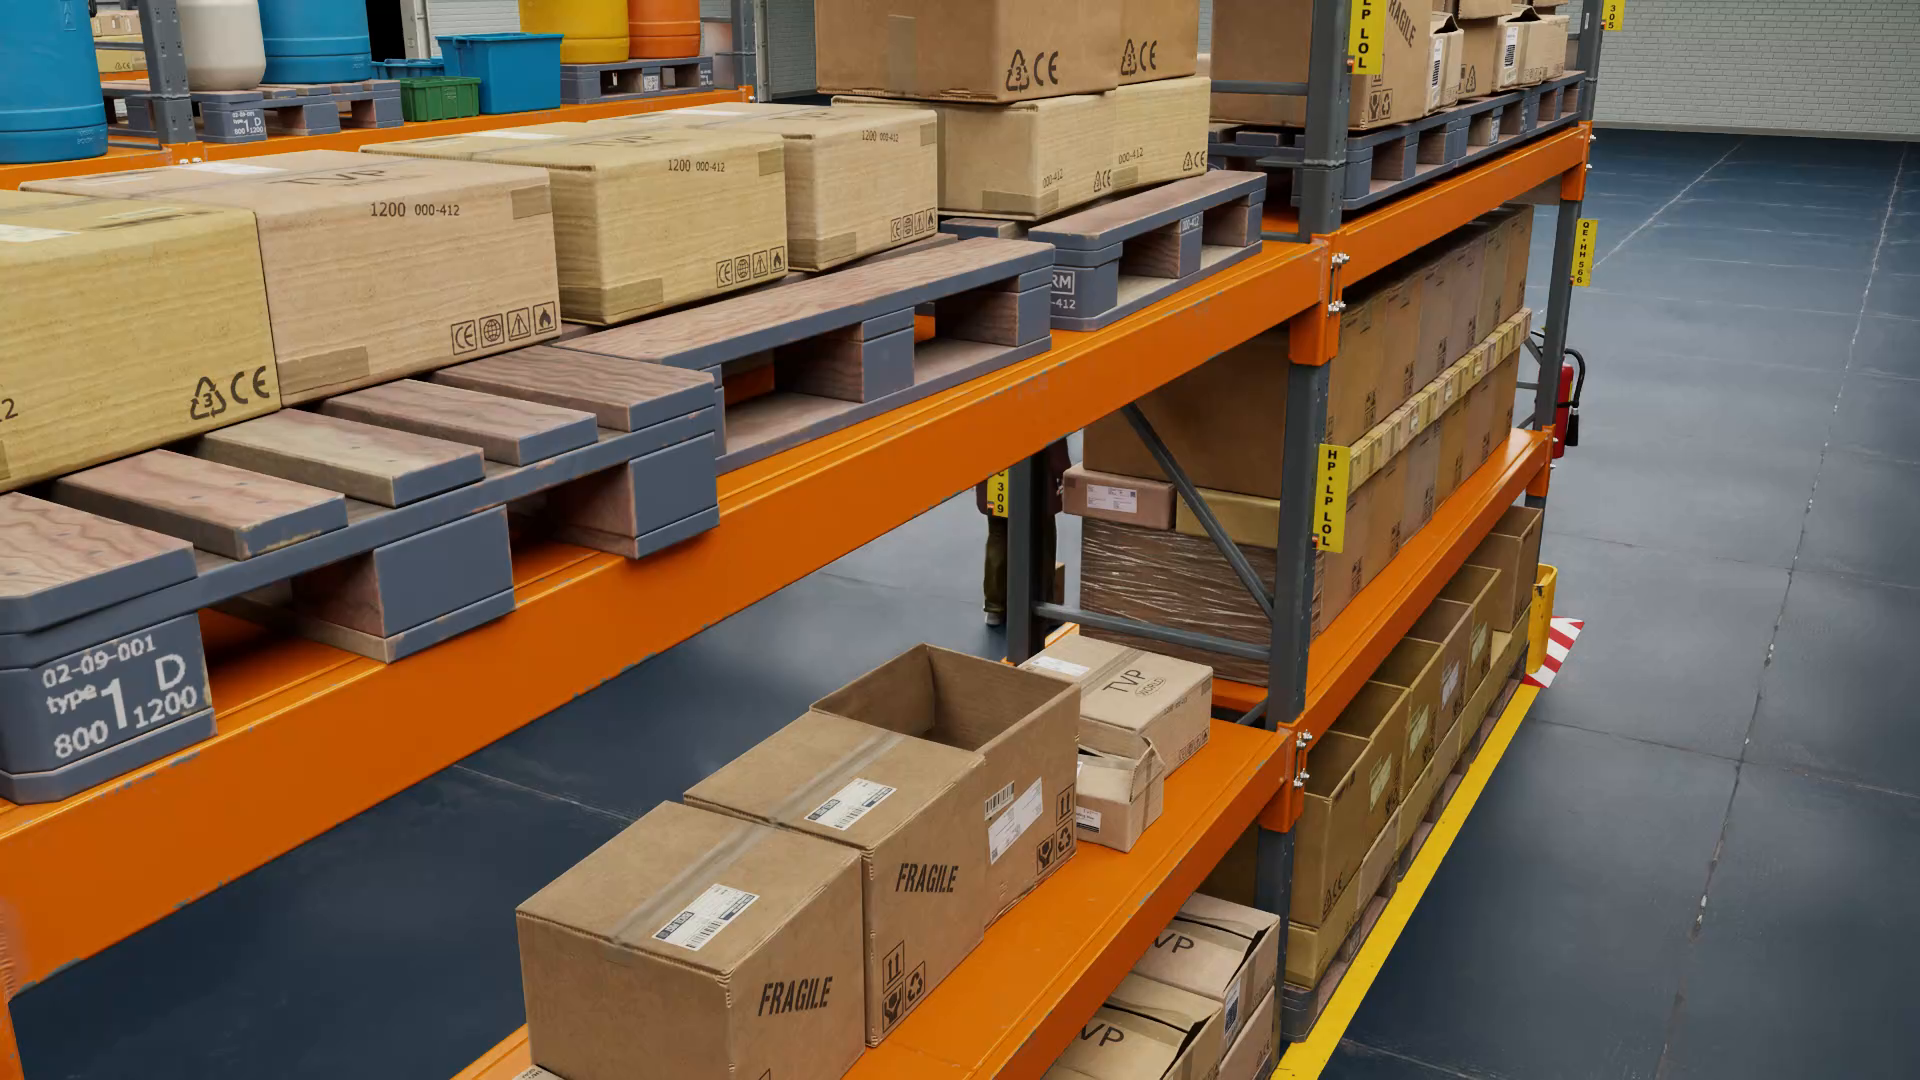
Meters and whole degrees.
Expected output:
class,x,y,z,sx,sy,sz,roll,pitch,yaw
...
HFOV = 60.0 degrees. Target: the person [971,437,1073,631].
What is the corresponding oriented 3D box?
class,x,y,z,sx,sy,sz,roll,pitch,yaw
person,0.312,-0.382,9.191,0.651,1.773,0.428,9,21,24
